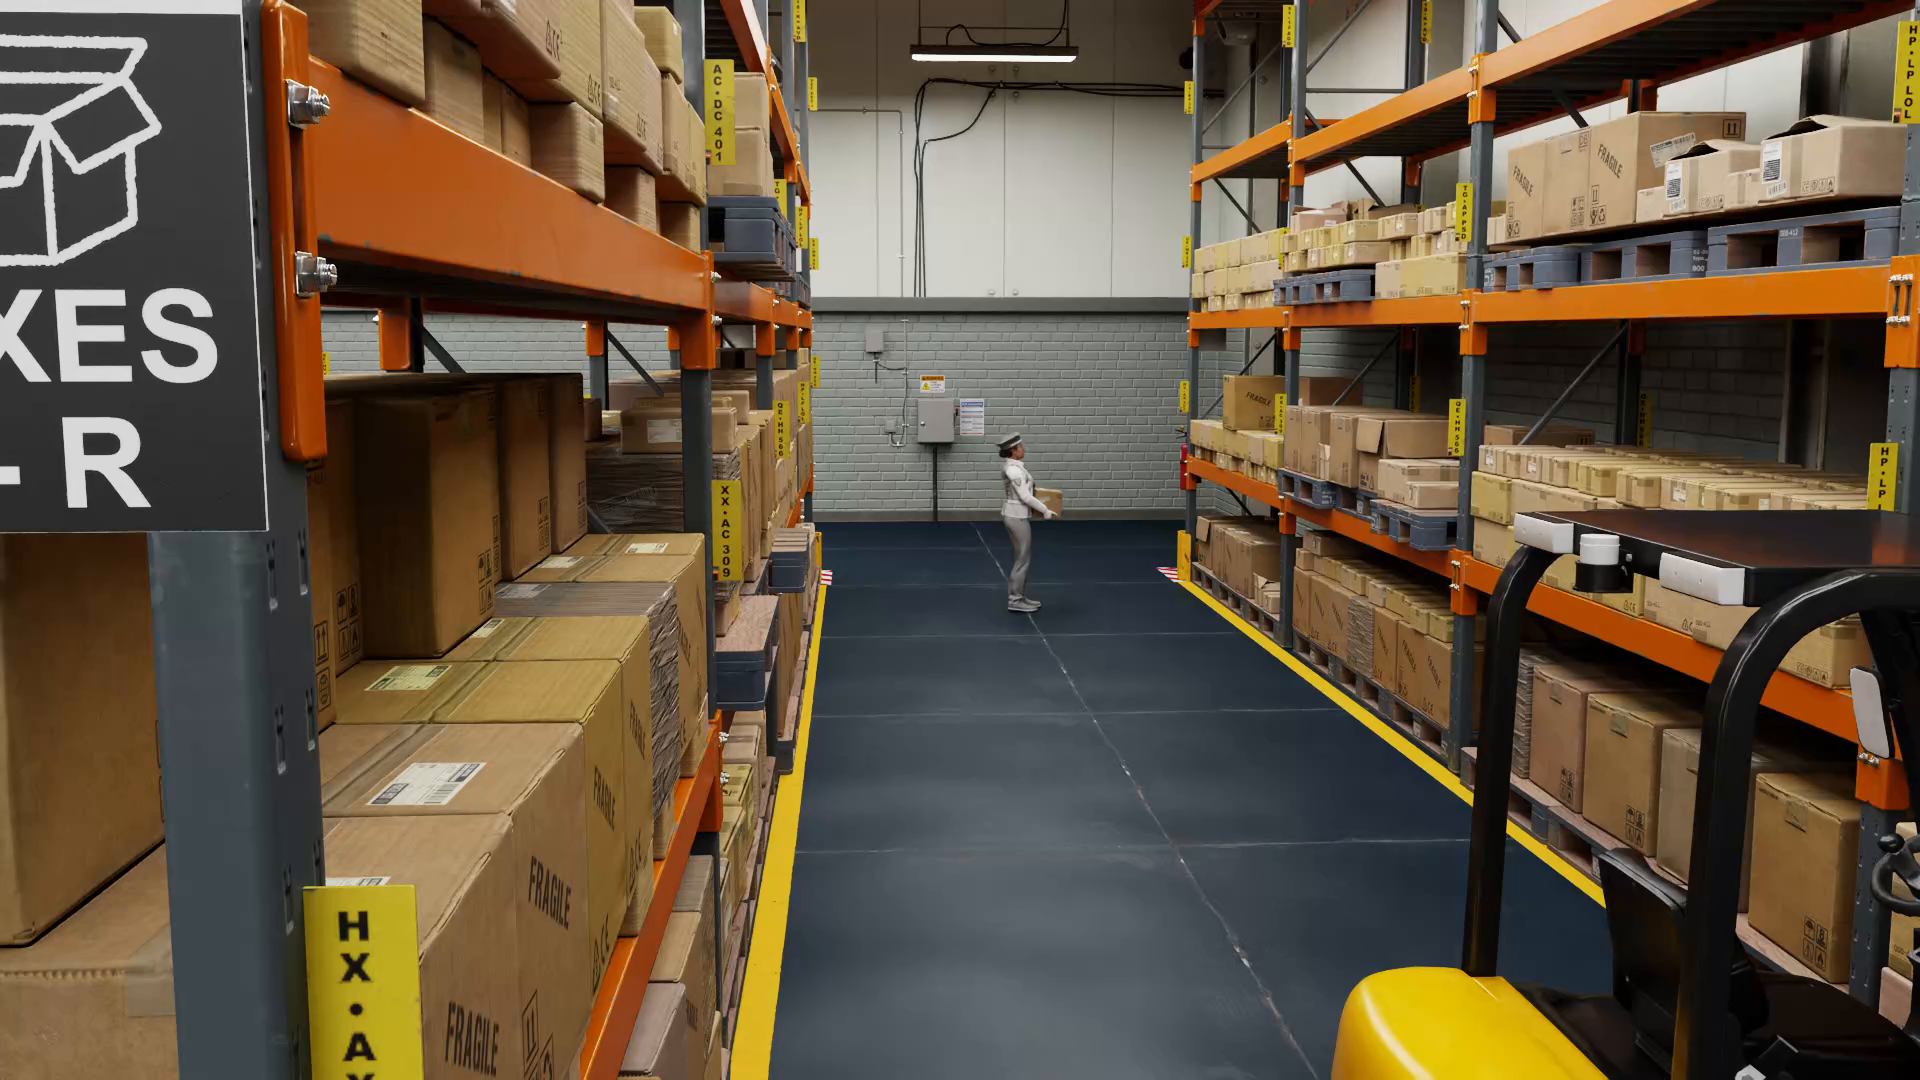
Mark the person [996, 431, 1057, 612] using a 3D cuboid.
[{"bbox_3d":[0.616,-0.181,15.629,0.563,1.686,0.459,0,7,-3],"label":"person"}]
